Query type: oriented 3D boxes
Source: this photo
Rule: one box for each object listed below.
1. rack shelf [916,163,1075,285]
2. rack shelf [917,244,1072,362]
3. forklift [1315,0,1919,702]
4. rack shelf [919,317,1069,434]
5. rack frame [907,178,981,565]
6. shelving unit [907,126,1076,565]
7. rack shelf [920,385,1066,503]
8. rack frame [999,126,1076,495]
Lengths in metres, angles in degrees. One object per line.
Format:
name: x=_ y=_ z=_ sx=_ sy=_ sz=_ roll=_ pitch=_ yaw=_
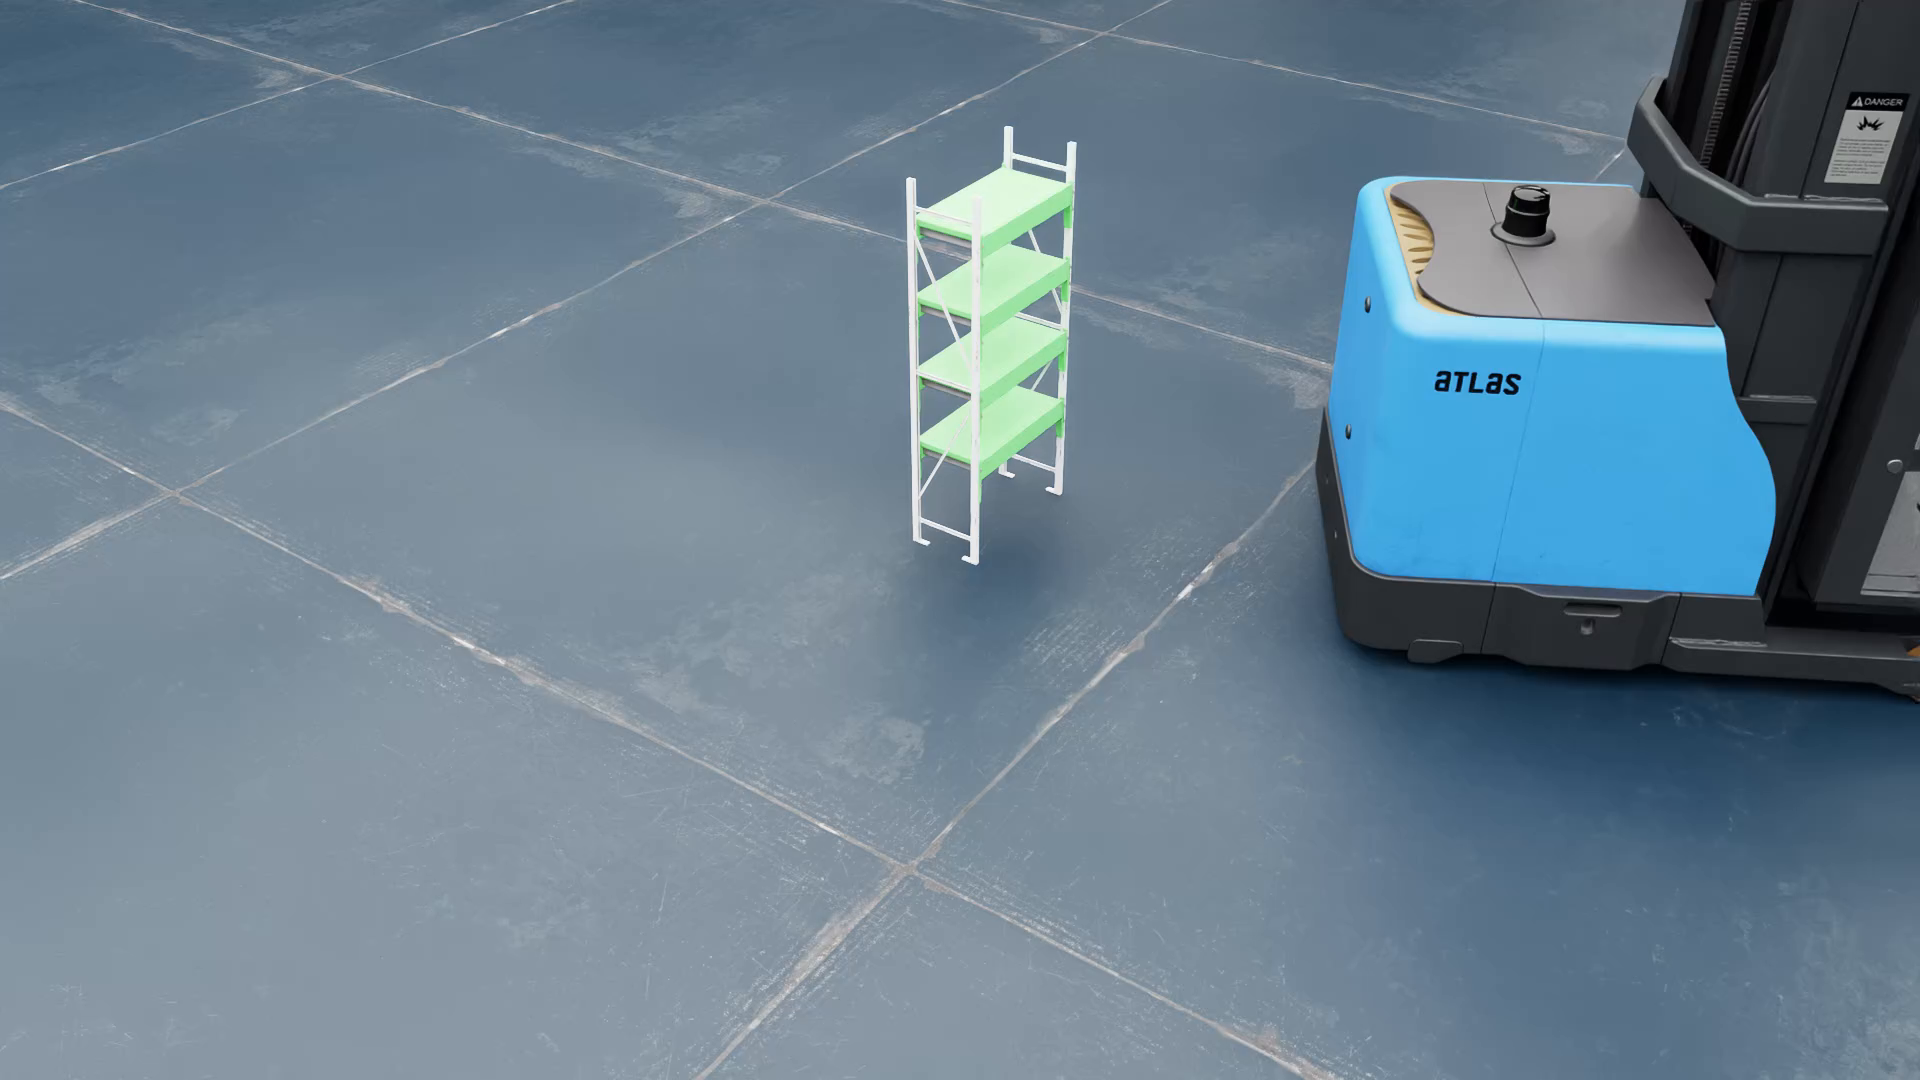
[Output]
rack shelf: x=0.094 y=-0.918 z=4.793 sx=0.258 sy=0.148 sz=0.480 roll=21 pitch=39 yaw=28
rack shelf: x=0.094 y=-0.719 z=4.928 sx=0.258 sy=0.148 sz=0.480 roll=21 pitch=39 yaw=28
forklift: x=2.634 y=-1.067 z=4.211 sx=3.031 sy=2.935 sz=1.130 roll=3 pitch=34 yaw=5
rack shelf: x=0.094 y=-0.520 z=5.062 sx=0.258 sy=0.148 sz=0.480 roll=21 pitch=39 yaw=28
rack frame: x=-0.045 y=-0.461 z=4.860 sx=0.240 sy=1.200 sz=0.015 roll=21 pitch=39 yaw=28
shelving unit: x=0.094 y=-0.573 z=5.027 sx=0.258 sy=1.200 sz=0.503 roll=21 pitch=39 yaw=28
rack shelf: x=0.094 y=-0.321 z=5.197 sx=0.258 sy=0.148 sz=0.480 roll=21 pitch=39 yaw=28
rack frame: x=0.234 y=-0.685 z=5.193 sx=0.240 sy=1.200 sz=0.015 roll=21 pitch=39 yaw=28
